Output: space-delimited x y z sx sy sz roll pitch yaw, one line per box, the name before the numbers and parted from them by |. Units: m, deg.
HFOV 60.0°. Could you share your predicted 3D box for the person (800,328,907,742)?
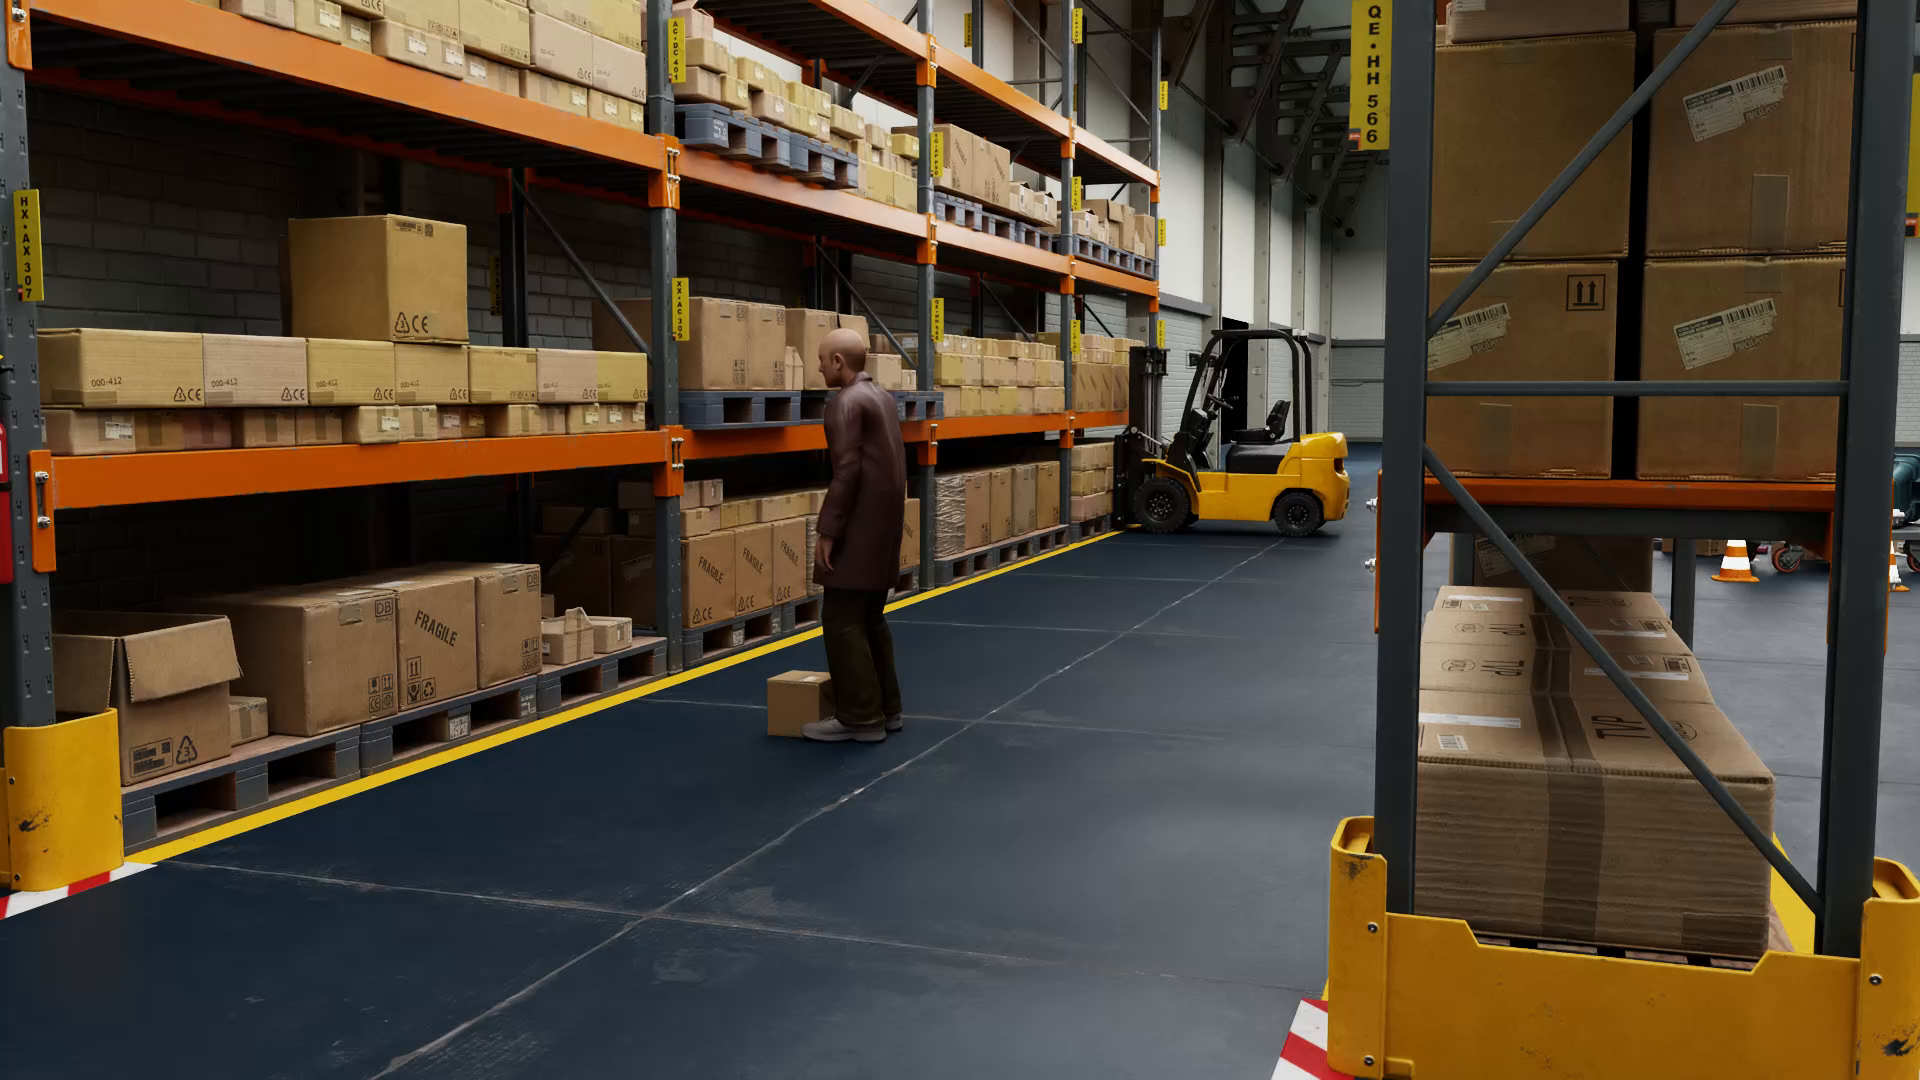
person | -0.450 -0.027 7.225 0.421 1.774 0.642 2 5 19
